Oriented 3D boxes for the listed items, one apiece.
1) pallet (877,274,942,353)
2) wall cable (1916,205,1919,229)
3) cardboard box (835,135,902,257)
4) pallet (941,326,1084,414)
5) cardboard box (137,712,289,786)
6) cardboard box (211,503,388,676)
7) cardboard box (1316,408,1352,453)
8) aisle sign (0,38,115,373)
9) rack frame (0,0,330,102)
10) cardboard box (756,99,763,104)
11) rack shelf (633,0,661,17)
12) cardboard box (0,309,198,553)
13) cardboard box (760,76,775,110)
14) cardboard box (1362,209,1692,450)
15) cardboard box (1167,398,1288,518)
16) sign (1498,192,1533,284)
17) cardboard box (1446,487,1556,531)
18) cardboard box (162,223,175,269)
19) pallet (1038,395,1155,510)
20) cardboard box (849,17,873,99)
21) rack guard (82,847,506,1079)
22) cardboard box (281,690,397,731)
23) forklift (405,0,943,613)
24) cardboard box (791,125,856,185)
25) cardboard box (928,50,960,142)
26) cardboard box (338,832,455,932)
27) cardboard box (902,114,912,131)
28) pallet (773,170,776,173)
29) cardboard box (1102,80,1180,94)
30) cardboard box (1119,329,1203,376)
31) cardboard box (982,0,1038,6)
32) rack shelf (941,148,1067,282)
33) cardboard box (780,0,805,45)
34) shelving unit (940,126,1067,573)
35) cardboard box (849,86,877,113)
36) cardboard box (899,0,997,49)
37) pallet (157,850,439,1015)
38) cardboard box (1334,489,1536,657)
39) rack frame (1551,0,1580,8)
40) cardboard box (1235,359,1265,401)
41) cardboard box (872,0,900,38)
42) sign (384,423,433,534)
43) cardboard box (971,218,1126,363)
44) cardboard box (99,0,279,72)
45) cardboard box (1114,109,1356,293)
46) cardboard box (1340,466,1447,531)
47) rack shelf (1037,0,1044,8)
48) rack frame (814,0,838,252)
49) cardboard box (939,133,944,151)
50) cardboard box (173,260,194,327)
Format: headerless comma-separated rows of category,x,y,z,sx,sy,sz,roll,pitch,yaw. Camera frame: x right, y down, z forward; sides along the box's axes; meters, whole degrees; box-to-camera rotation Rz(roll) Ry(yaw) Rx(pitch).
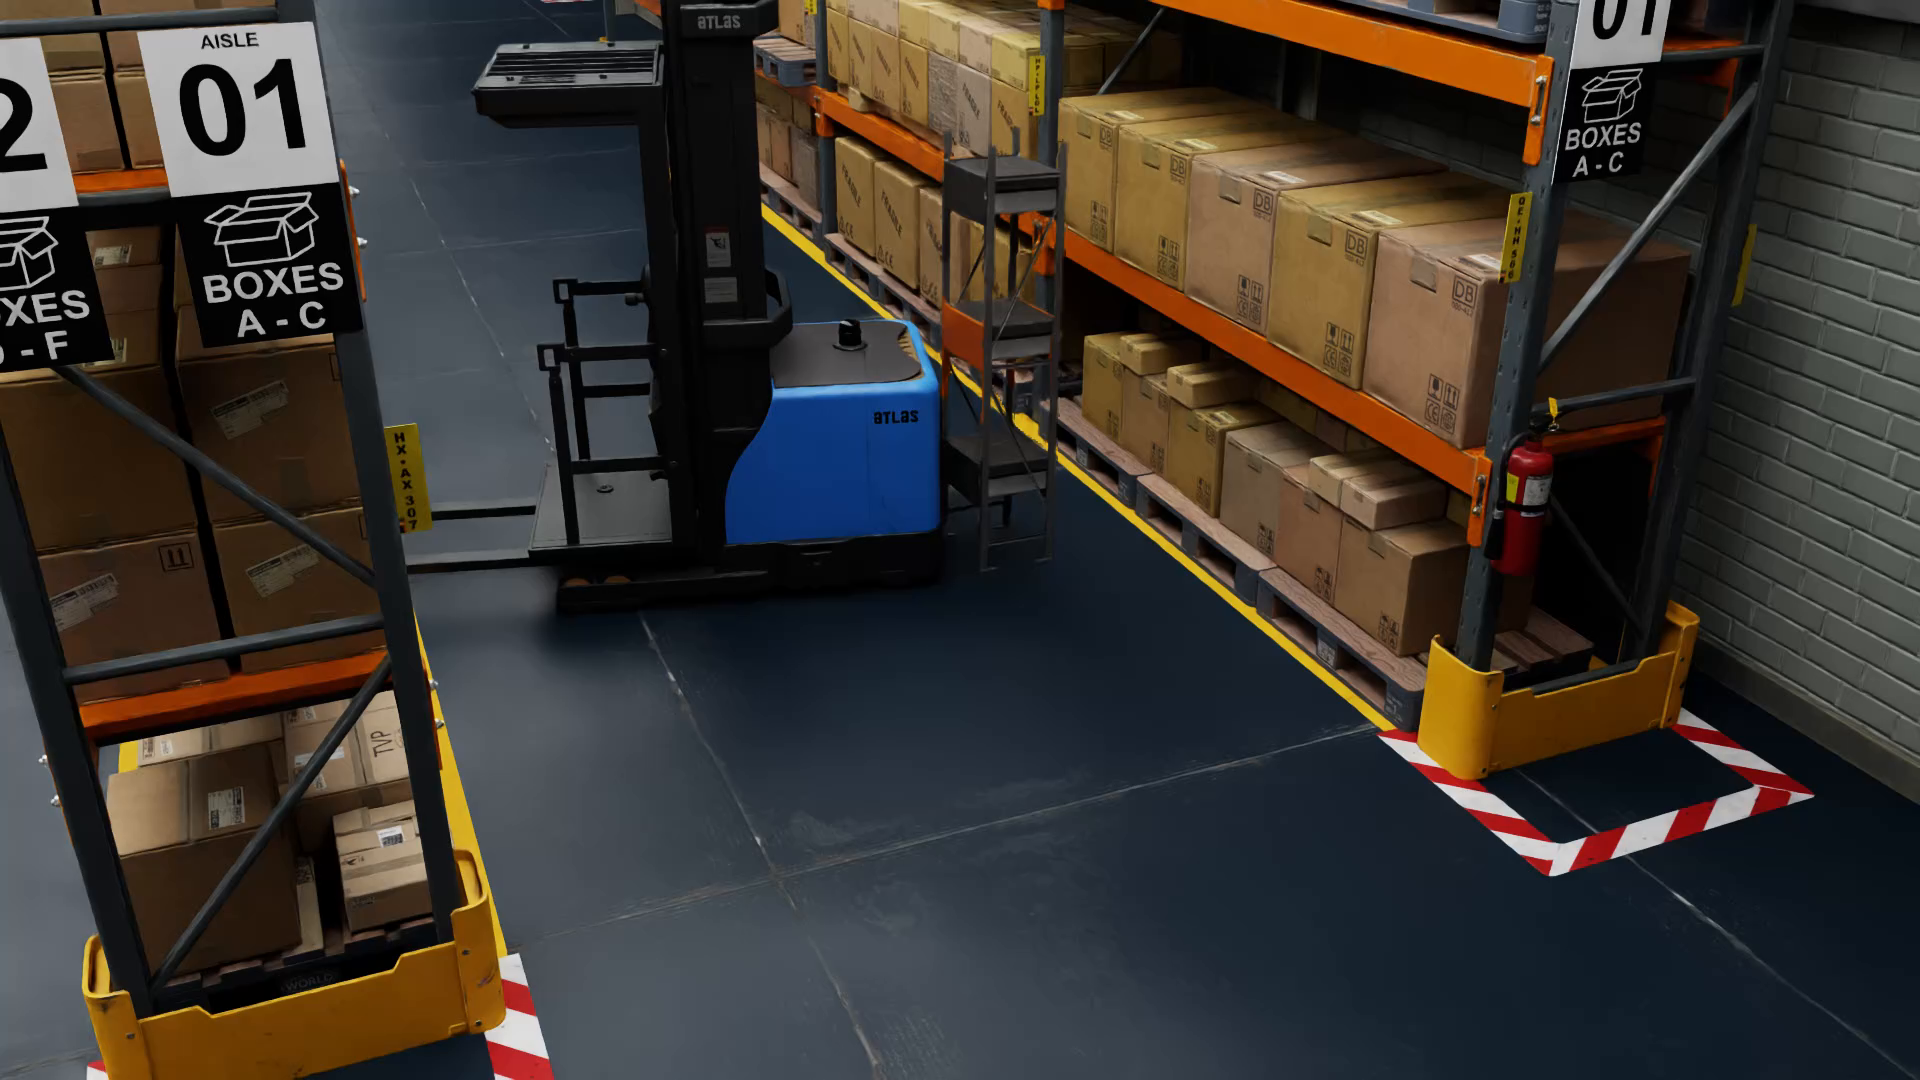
pallet,0.076,-1.695,11.981,1.003,0.211,1.213,-11,28,-21
wall cable,3.868,-0.643,5.491,0.084,1.984,1.851,-11,28,-21
cardboard box,-0.470,-2.674,12.780,0.750,0.750,0.750,-11,28,-21
pallet,0.558,-1.202,10.971,1.003,0.211,1.213,-11,28,-21
cardboard box,-2.844,0.783,6.359,0.500,0.250,0.500,-11,28,-21
cardboard box,-1.992,0.042,5.131,0.500,0.500,0.500,-10,28,-20
cardboard box,1.966,-0.556,8.100,0.380,0.149,0.250,-10,28,-20
aisle sign,-2.316,-0.777,3.959,0.394,0.787,0.004,-11,28,-21
rack frame,-2.060,-2.385,3.377,1.000,3.000,0.127,-11,28,-21
cardboard box,-1.651,-3.966,15.802,0.700,0.500,0.500,-11,28,-22
rack shelf,-2.987,-5.870,18.173,1.077,0.370,4.000,-11,28,-21
cardboard box,-2.488,-0.315,4.724,0.500,0.500,0.500,-11,28,-21
cardboard box,-1.517,-4.116,15.255,0.500,0.250,0.500,-11,28,-22
cardboard box,2.287,-0.880,6.792,0.980,0.700,0.700,-9,28,-18
cardboard box,1.521,-0.491,8.707,0.700,0.500,0.500,-10,28,-19
sign,1.991,-1.080,5.954,0.100,0.325,0.005,-11,28,-21
cardboard box,2.363,-0.148,7.265,0.380,0.149,0.250,-10,28,-20
cardboard box,-3.095,-0.935,5.993,0.500,0.500,0.500,-10,28,-19
pallet,1.155,-0.583,9.703,1.003,0.211,1.213,-11,28,-21
cardboard box,-0.486,-3.505,12.035,0.500,0.500,0.500,-10,28,-19
rack guard,-2.090,1.404,5.305,1.175,0.500,0.348,-11,28,-21
cardboard box,-2.404,0.677,6.577,0.500,0.250,0.500,-11,28,-21
forklift,-1.645,-1.211,7.889,3.031,2.935,1.130,-4,26,-8
cardboard box,-1.062,-3.355,14.550,0.700,0.500,0.500,-11,28,-21
cardboard box,0.119,-2.895,10.785,0.500,0.500,0.500,-11,28,-20
cardboard box,-1.908,1.167,5.690,0.380,0.149,0.250,-11,28,-21
cardboard box,-0.191,-2.980,11.698,0.380,0.149,0.250,-10,28,-20
pallet,-1.897,-3.819,16.331,1.003,0.211,1.213,-11,28,-21
cardboard box,0.981,-2.573,10.125,0.500,0.500,0.500,-12,28,-22
cardboard box,1.094,-1.024,9.059,0.380,0.149,0.250,-10,28,-19
cardboard box,0.377,-3.534,11.239,0.500,0.250,0.500,-11,28,-22
rack shelf,0.204,-1.556,7.935,0.431,0.518,0.480,-9,25,-23
cardboard box,-1.074,-4.423,13.774,0.700,0.500,0.500,-13,29,-25
shelving unit,0.194,-0.923,8.200,0.431,2.100,0.503,-9,25,-23
cardboard box,-0.604,-3.269,12.291,0.380,0.149,0.250,-10,28,-19
cardboard box,-0.080,-3.445,11.056,0.500,0.250,0.500,-11,28,-22
pallet,-2.403,1.212,6.027,1.003,0.211,1.213,-11,28,-21
cardboard box,2.130,0.128,7.440,0.700,0.500,0.500,-11,28,-21
rack frame,2.496,-3.237,5.124,1.000,3.000,0.127,-11,28,-21
cardboard box,1.664,-0.865,8.735,0.380,0.149,0.250,-10,28,-20
cardboard box,-0.286,-3.650,11.476,0.500,0.250,0.500,-10,28,-20
sign,-1.561,-0.171,4.695,0.100,0.325,0.005,-11,28,-21
cardboard box,0.555,-1.619,10.618,0.750,0.750,0.750,-10,28,-20
cardboard box,-2.022,-1.446,4.475,0.500,0.250,0.500,-11,28,-21
cardboard box,1.408,-1.774,8.622,0.980,0.700,0.700,-11,28,-22
cardboard box,1.912,-0.184,7.340,0.380,0.149,0.250,-11,28,-21
rack shelf,0.146,-3.988,10.901,1.077,0.370,4.000,-11,28,-21
rack frame,-0.637,-3.771,13.055,1.000,3.000,0.127,-11,28,-21
cardboard box,0.080,-2.661,11.044,0.380,0.149,0.250,-11,28,-22
cardboard box,-2.203,-0.617,5.342,0.500,0.500,0.500,-10,28,-20
